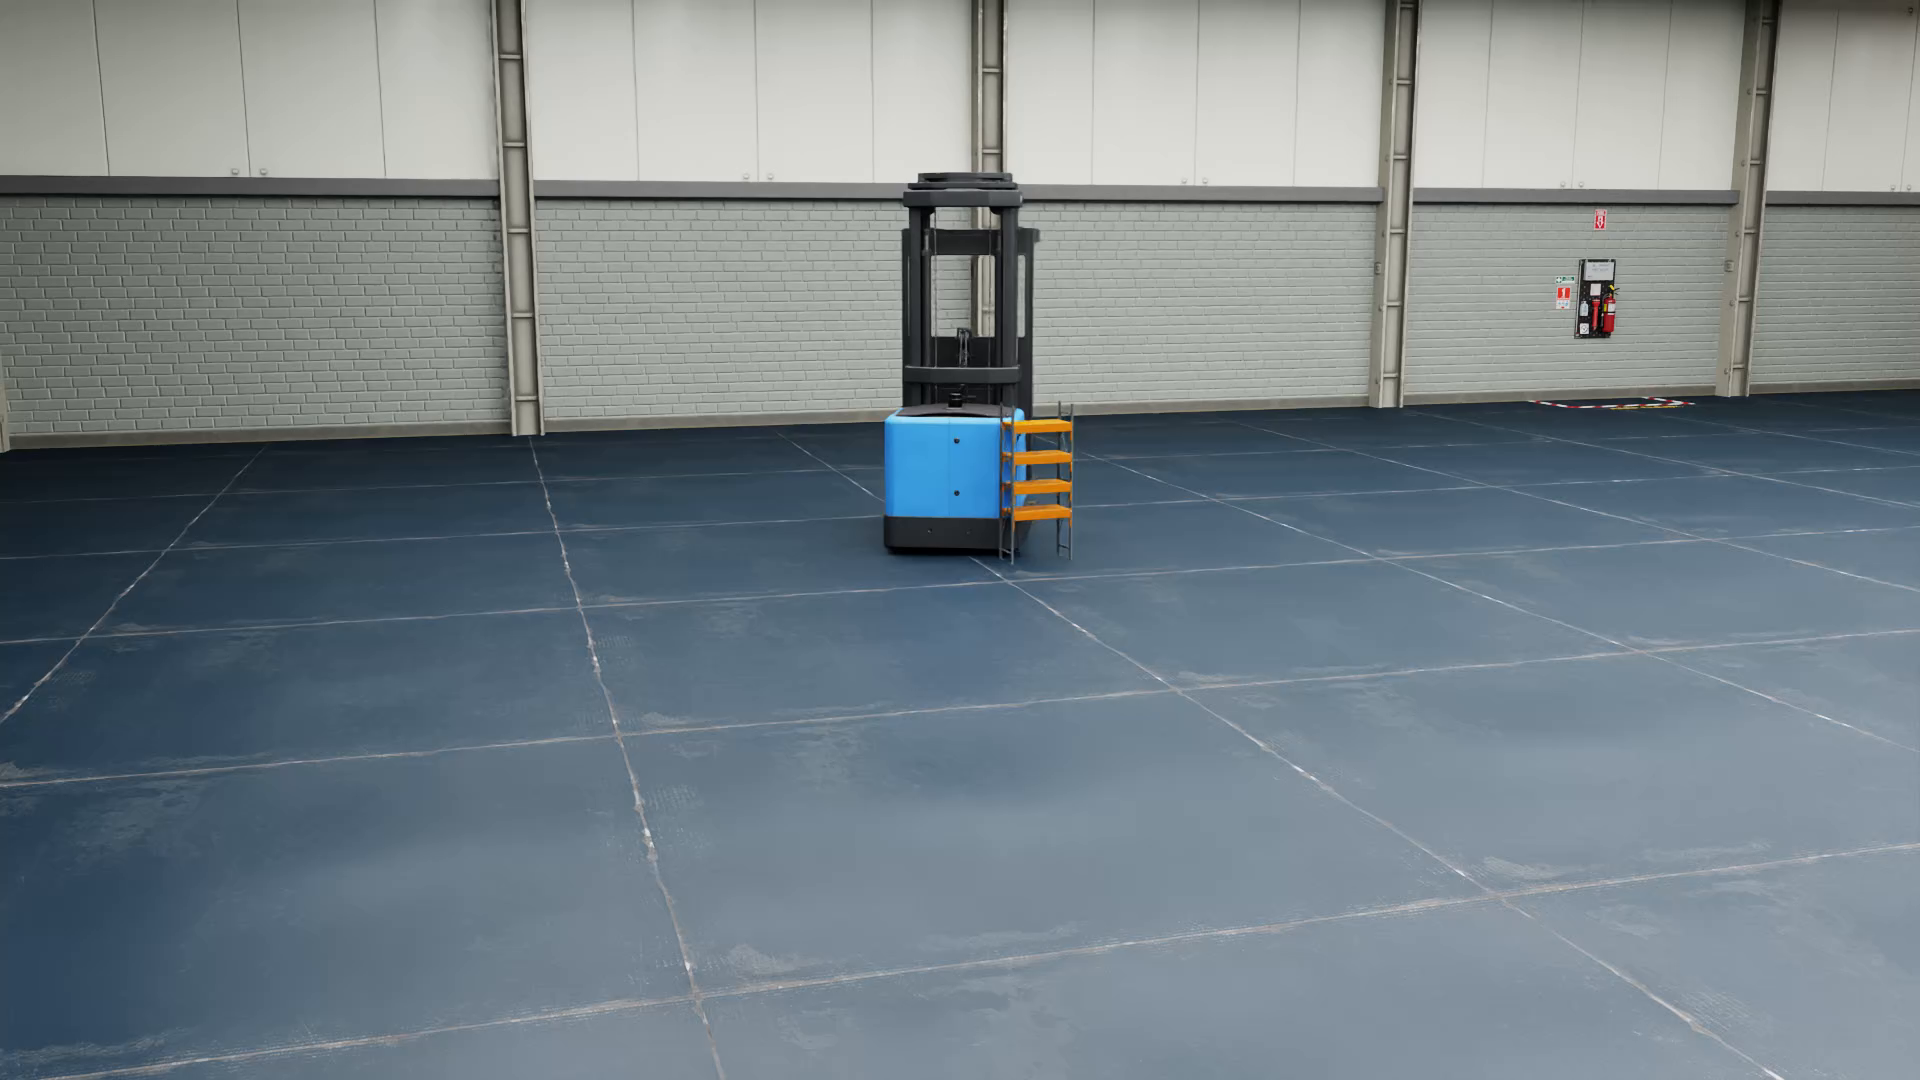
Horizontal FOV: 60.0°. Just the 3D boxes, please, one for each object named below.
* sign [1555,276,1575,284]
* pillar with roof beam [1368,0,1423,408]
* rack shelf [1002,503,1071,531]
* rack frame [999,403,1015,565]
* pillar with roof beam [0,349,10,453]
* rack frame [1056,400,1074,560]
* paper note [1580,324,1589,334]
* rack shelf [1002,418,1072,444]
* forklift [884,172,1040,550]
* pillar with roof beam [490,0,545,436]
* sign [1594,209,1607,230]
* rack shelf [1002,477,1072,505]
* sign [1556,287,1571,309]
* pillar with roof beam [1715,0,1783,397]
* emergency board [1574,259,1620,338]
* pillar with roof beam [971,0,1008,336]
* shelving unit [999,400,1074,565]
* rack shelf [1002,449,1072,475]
[{"bbox_3d":[8.966,-3.854,24.632,0.331,0.109,0.001,-3,11,-16],"label":"sign"},{"bbox_3d":[7.345,-5.604,19.130,0.400,9.000,9.100,-3,11,-16],"label":"pillar with roof beam"},{"bbox_3d":[0.577,-0.178,12.667,0.480,0.148,0.258,-4,11,-22],"label":"rack shelf"},{"bbox_3d":[0.351,-0.422,12.527,0.015,1.200,0.240,-4,11,-22],"label":"rack frame"},{"bbox_3d":[-9.938,-4.693,14.182,0.400,9.000,9.100,-3,11,-16],"label":"pillar with roof beam"},{"bbox_3d":[0.802,-0.456,12.711,0.015,1.200,0.240,-4,11,-22],"label":"rack frame"},{"bbox_3d":[9.330,-3.157,24.841,0.142,0.148,0.016,-3,11,-16],"label":"paper note"},{"bbox_3d":[0.577,-0.826,12.548,0.480,0.148,0.258,-4,11,-22],"label":"rack shelf"},{"bbox_3d":[0.094,-1.581,14.040,1.130,2.935,3.031,1,11,7],"label":"forklift"},{"bbox_3d":[-4.177,-4.996,15.832,0.400,9.000,9.100,-3,11,-16],"label":"pillar with roof beam"},{"bbox_3d":[9.483,-4.744,24.626,0.199,0.298,0.001,-3,11,-16],"label":"sign"},{"bbox_3d":[0.577,-0.373,12.631,0.480,0.148,0.258,-4,11,-22],"label":"rack shelf"},{"bbox_3d":[8.959,-3.594,24.687,0.234,0.329,0.001,-3,11,-16],"label":"sign"},{"bbox_3d":[13.106,-5.907,20.779,0.400,9.000,9.100,-3,11,-16],"label":"pillar with roof beam"},{"bbox_3d":[9.519,-3.587,24.744,0.643,1.169,0.194,-3,11,-16],"label":"emergency board"},{"bbox_3d":[1.584,-5.300,17.481,0.400,9.000,9.100,-3,11,-16],"label":"pillar with roof beam"},{"bbox_3d":[0.577,-0.439,12.619,0.503,1.200,0.258,-4,11,-22],"label":"shelving unit"},{"bbox_3d":[0.577,-0.593,12.591,0.480,0.148,0.258,-4,11,-22],"label":"rack shelf"}]
